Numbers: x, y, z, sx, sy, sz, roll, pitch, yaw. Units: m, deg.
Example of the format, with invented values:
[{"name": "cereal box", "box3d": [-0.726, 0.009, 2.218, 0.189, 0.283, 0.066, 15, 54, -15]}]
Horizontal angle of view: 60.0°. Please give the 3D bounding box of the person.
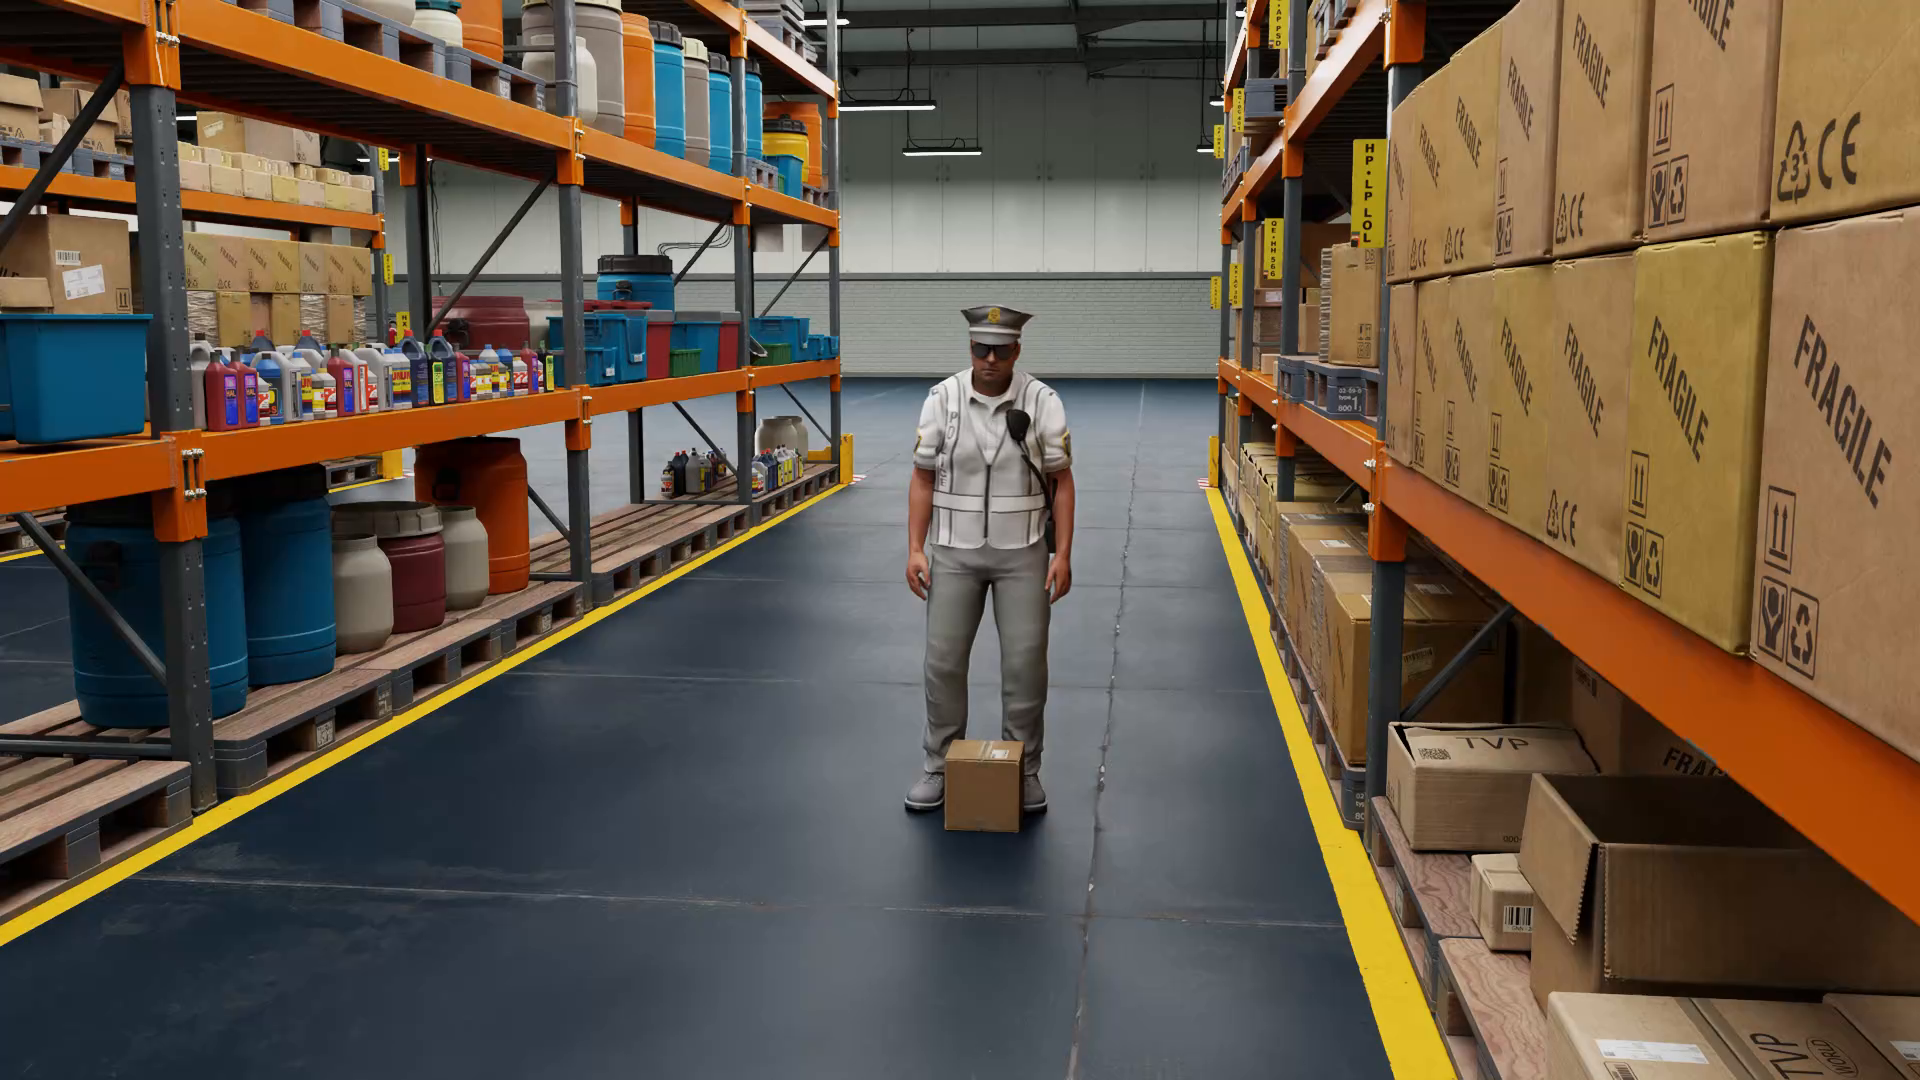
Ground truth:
[{"name": "person", "box3d": [0.108, 0.056, 5.835, 0.585, 1.748, 0.432, 1, 8, 6]}]
